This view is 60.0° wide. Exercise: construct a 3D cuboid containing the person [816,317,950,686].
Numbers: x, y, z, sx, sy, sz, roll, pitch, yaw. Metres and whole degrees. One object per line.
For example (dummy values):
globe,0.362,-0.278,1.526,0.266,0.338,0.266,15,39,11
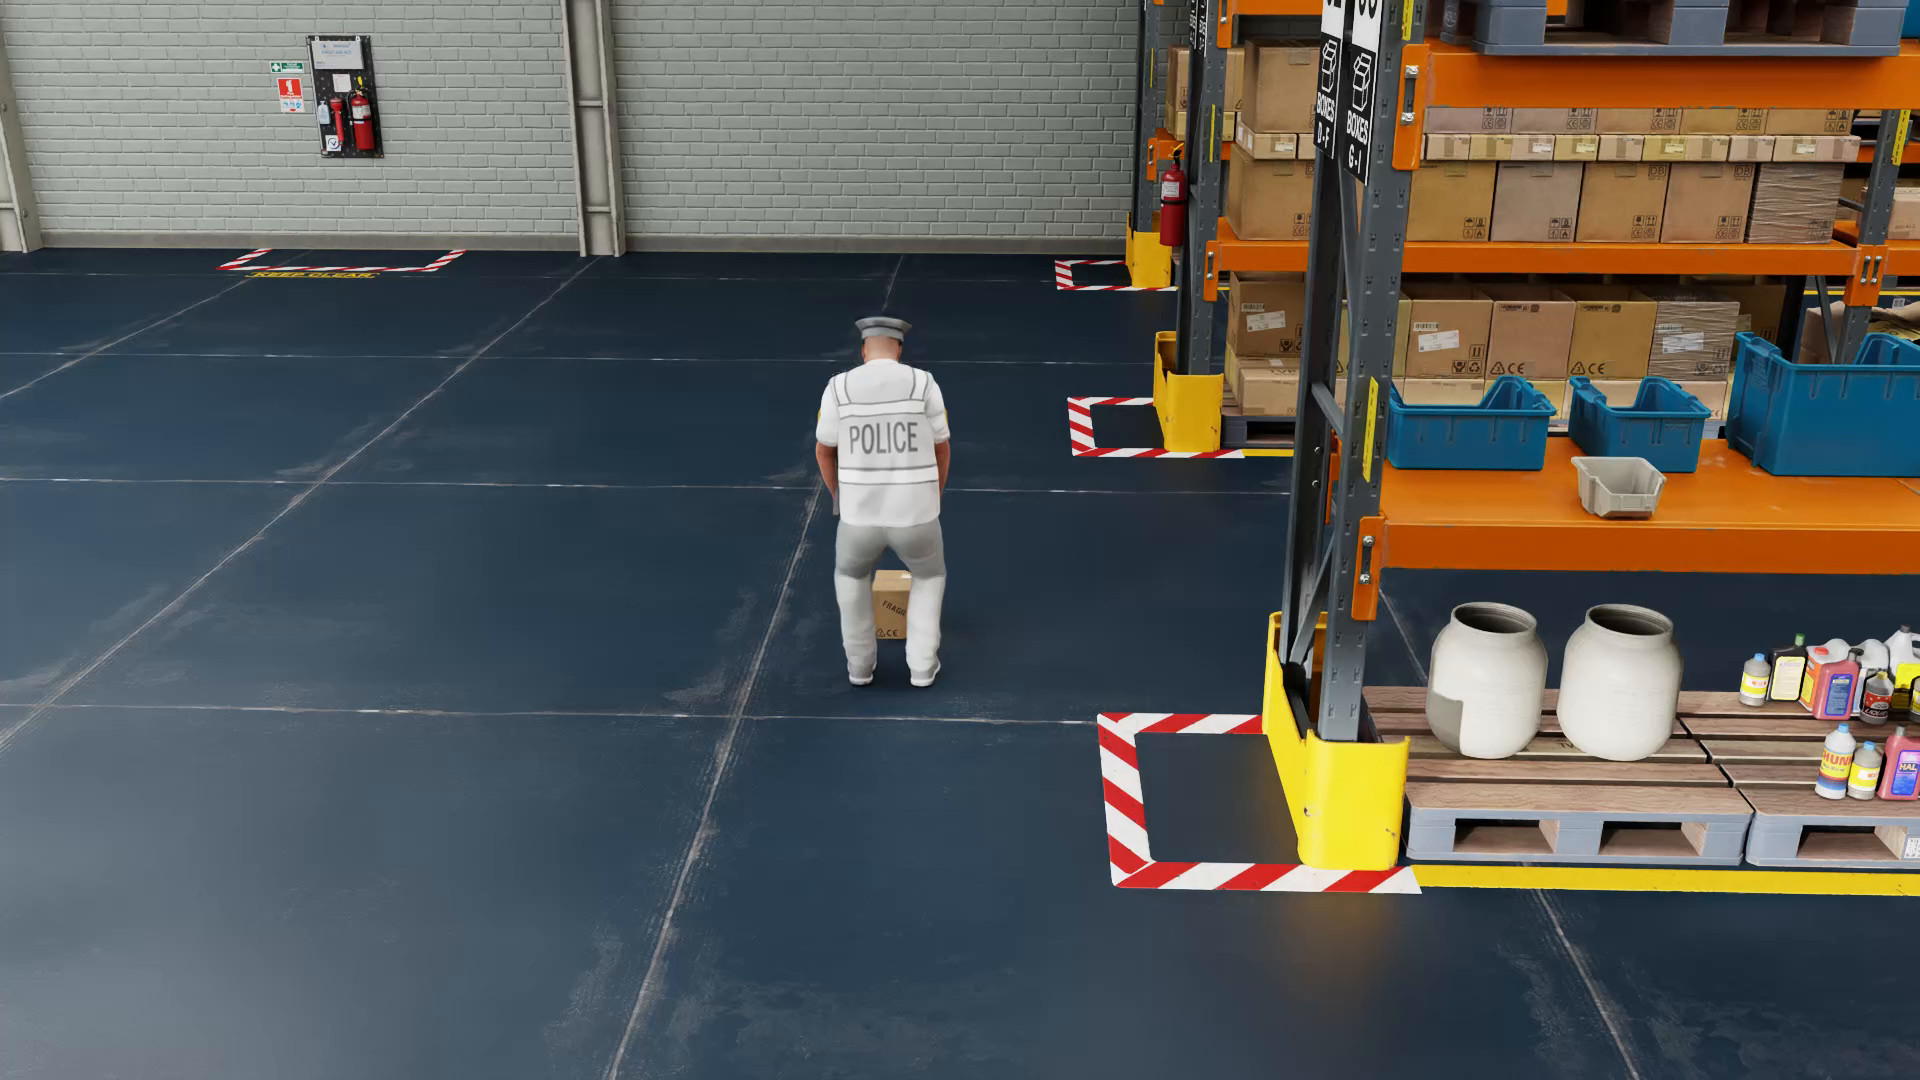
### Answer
person,-0.334,-0.150,7.217,0.581,1.589,0.657,1,21,2
